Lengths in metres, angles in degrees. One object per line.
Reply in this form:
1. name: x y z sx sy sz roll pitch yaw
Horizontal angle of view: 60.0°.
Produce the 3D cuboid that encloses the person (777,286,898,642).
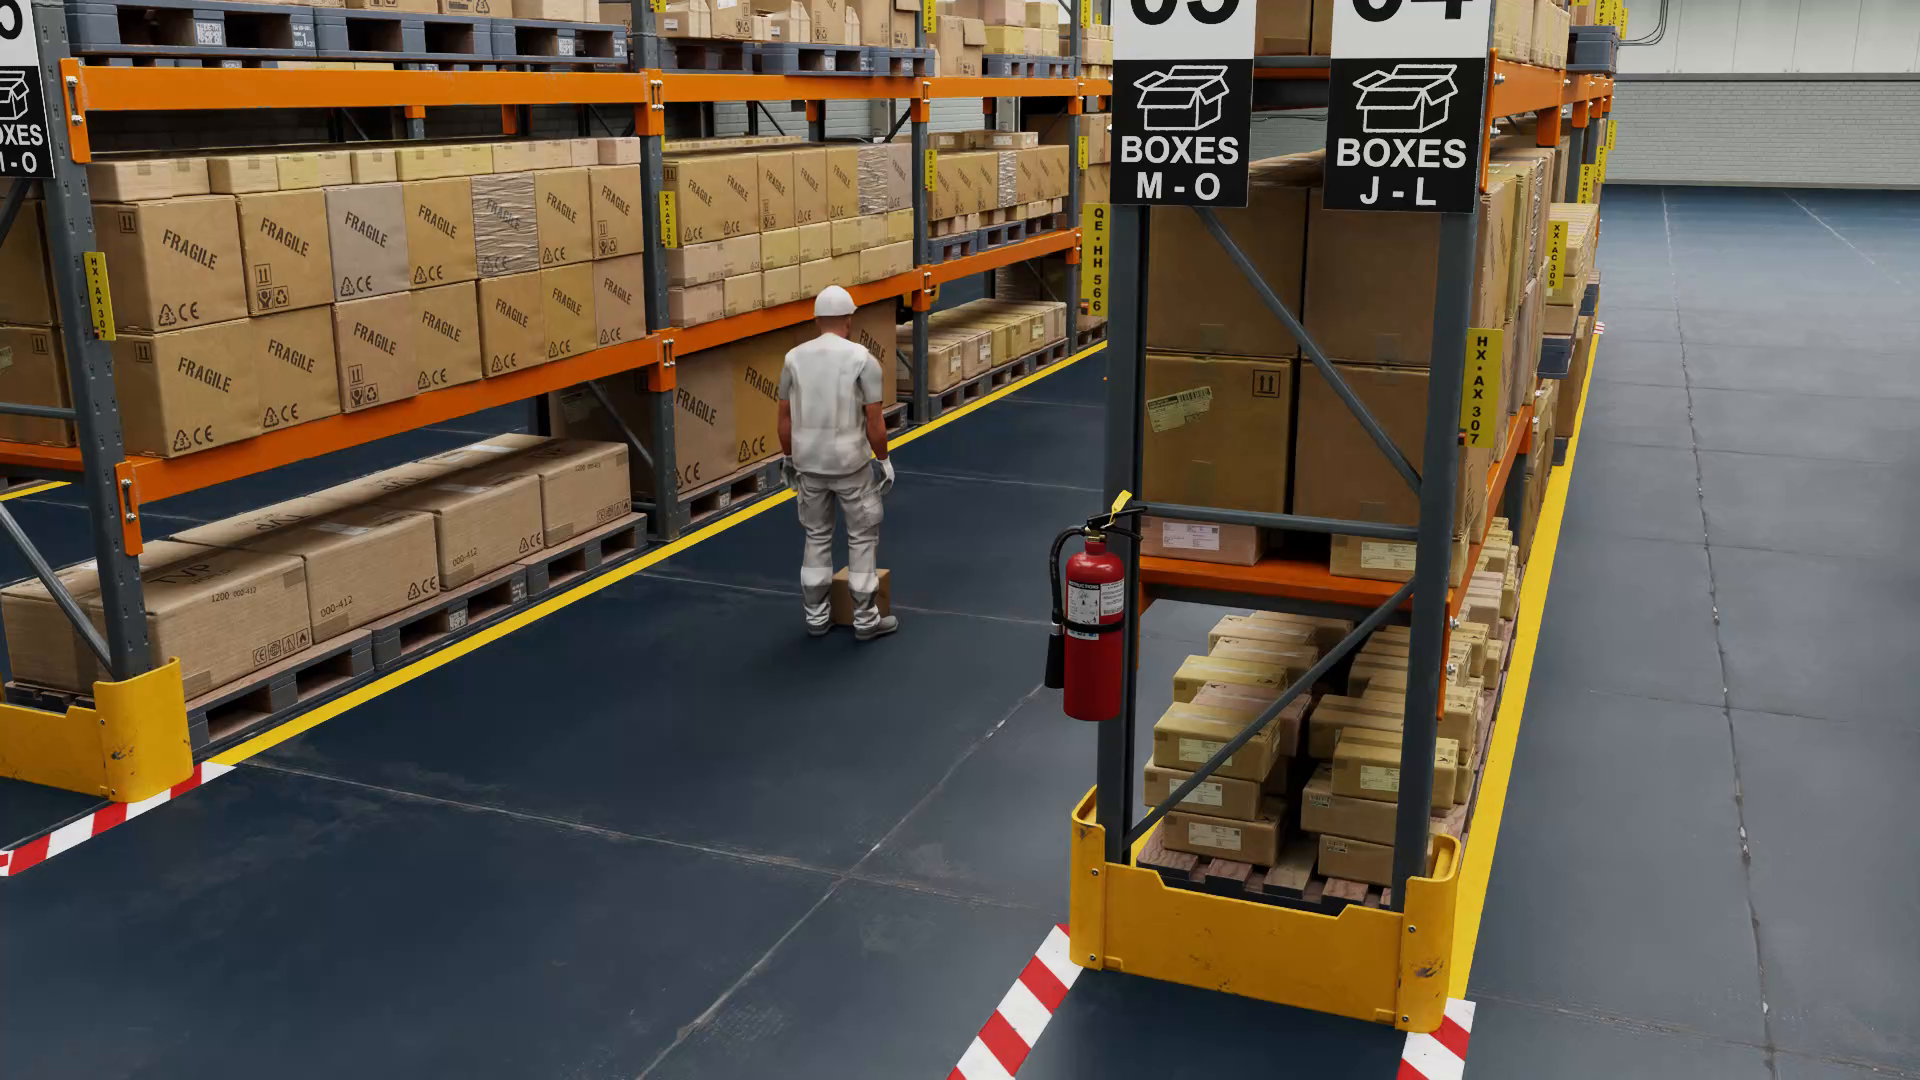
1. person: -0.620 -0.381 8.393 0.606 1.777 0.454 5 16 18
